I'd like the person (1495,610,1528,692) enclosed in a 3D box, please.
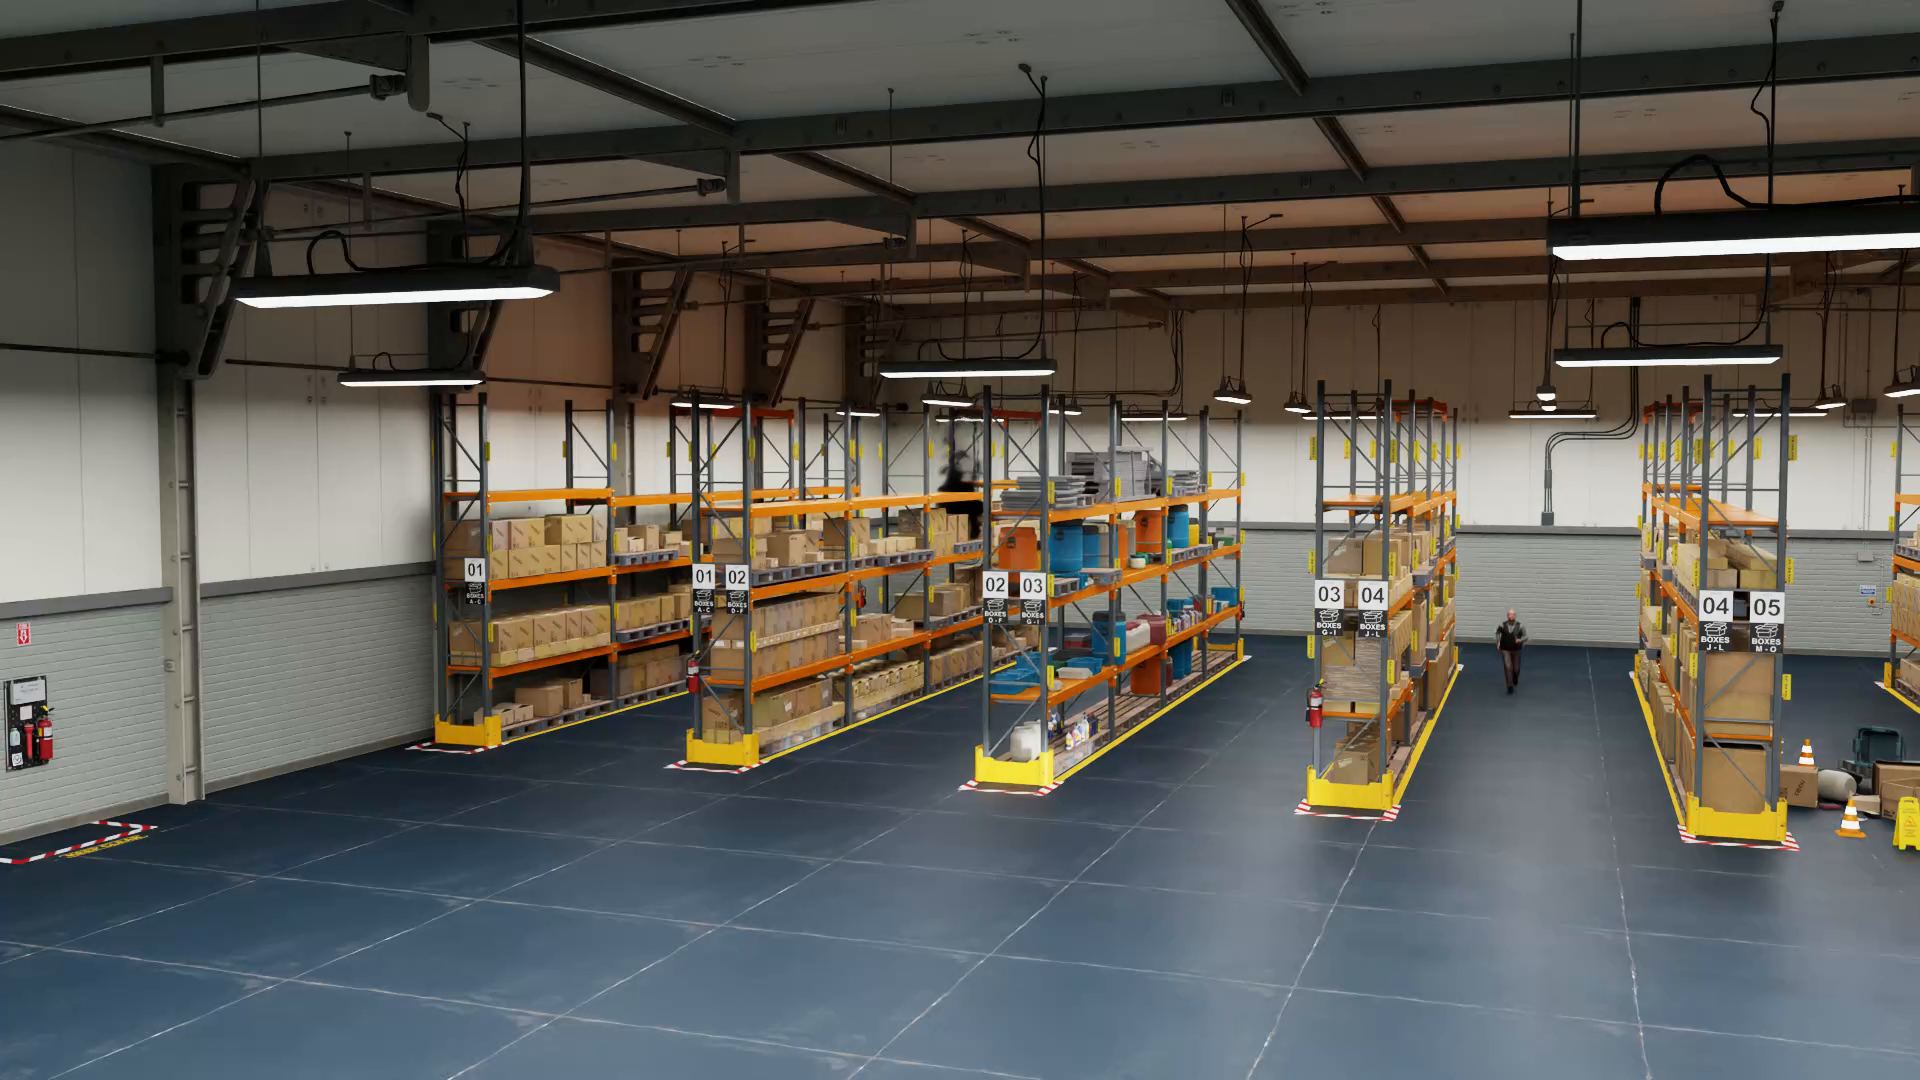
[{"bbox_3d":[11.493,2.305,34.682,0.660,1.694,0.760,1,3,19],"label":"person"}]
